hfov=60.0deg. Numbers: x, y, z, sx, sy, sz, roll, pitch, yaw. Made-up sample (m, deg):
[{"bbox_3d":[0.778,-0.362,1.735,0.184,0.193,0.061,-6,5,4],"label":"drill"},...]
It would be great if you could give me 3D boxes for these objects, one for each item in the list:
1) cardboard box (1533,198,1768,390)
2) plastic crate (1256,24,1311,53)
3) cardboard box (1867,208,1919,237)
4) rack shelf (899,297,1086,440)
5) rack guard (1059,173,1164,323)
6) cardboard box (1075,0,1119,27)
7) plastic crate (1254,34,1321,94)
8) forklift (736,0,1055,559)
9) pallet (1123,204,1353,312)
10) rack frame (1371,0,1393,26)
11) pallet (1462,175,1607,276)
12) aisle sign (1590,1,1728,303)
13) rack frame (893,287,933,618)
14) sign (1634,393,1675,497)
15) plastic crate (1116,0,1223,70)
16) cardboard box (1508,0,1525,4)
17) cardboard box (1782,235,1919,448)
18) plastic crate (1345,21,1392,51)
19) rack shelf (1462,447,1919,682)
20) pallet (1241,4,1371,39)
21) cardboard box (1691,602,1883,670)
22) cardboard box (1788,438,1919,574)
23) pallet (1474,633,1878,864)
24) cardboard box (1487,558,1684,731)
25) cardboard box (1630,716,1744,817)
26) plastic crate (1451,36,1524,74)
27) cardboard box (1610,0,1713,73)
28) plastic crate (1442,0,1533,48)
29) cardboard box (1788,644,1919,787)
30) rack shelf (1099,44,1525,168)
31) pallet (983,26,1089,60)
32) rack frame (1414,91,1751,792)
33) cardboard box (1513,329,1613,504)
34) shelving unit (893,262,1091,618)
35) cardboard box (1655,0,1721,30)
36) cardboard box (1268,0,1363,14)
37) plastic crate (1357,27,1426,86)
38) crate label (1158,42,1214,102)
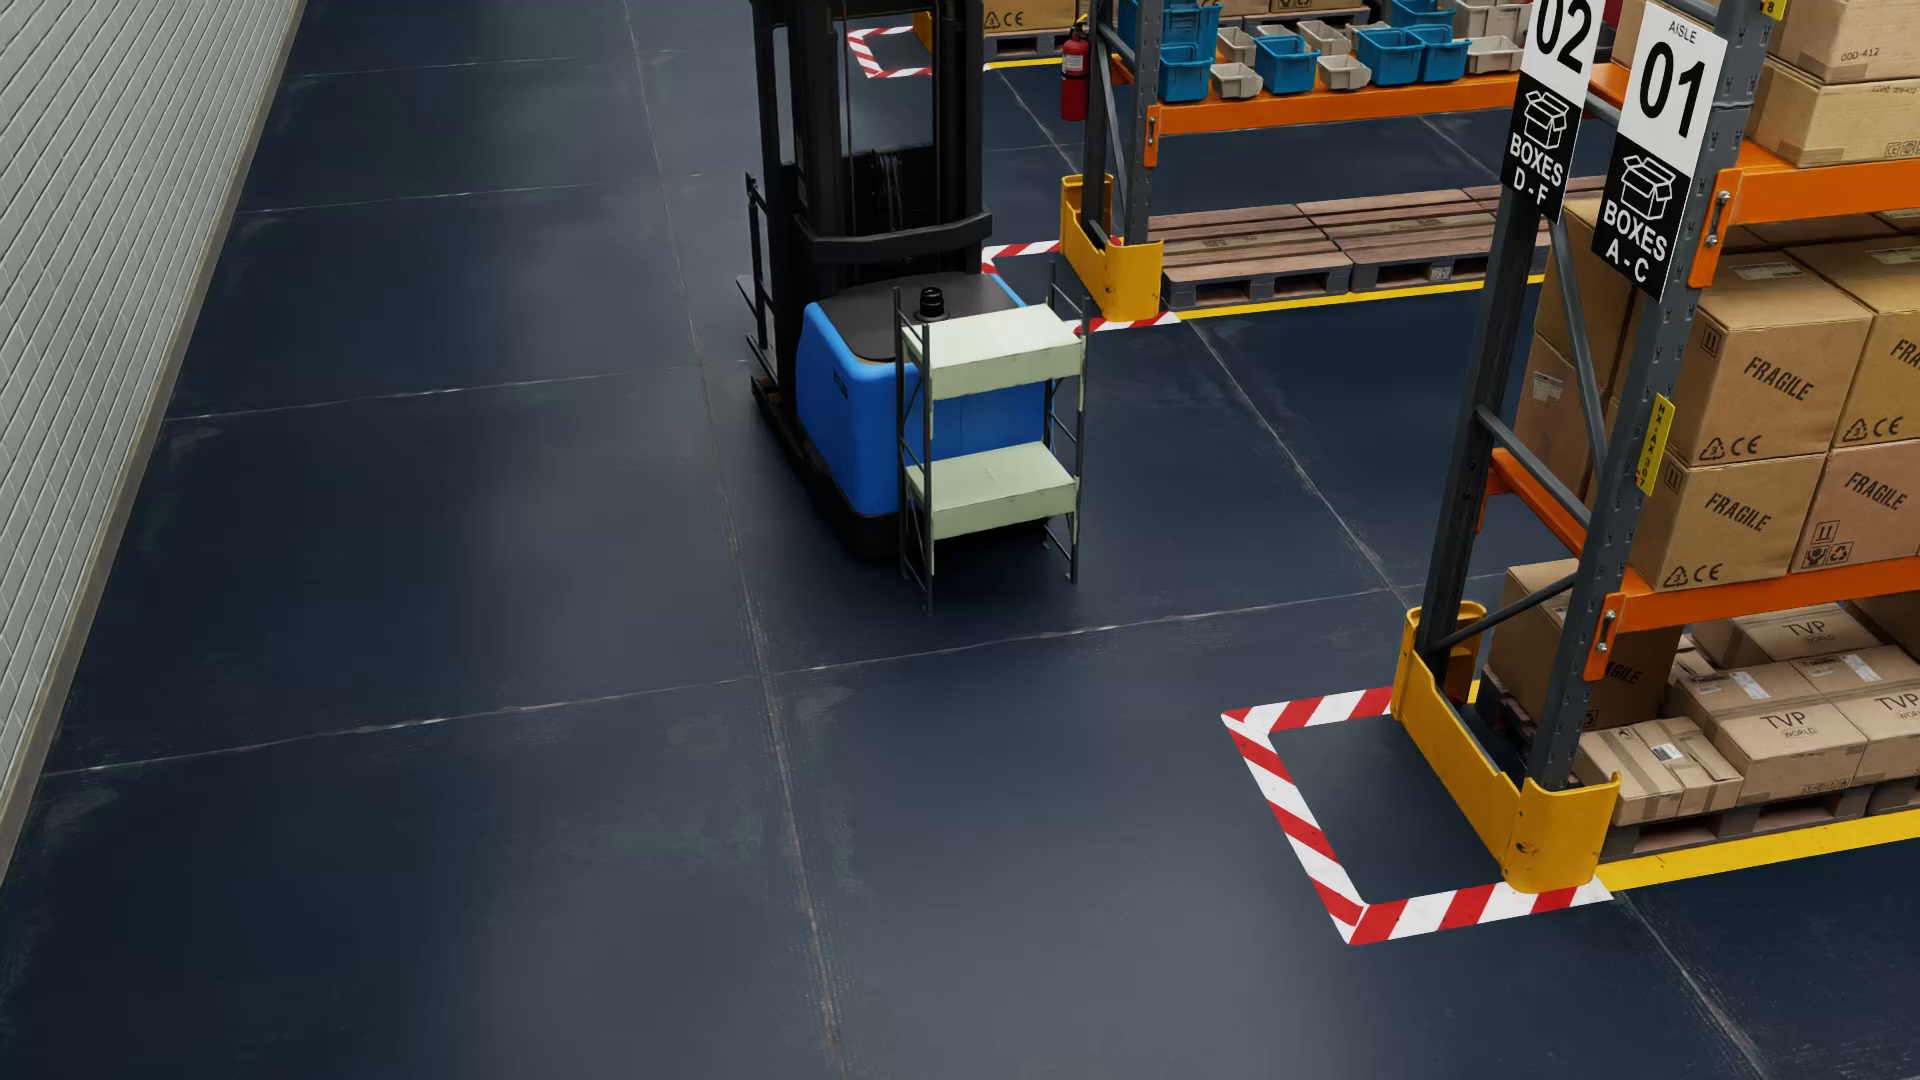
[{"bbox_3d":[2.433,-0.895,5.904,0.500,0.500,0.500,-7,35,-11],"label":"cardboard box"},{"bbox_3d":[2.012,-3.068,10.313,0.243,0.136,0.396,-7,35,-11],"label":"plastic crate"},{"bbox_3d":[3.430,-1.024,6.096,0.500,0.500,0.500,-6,34,-9],"label":"cardboard box"},{"bbox_3d":[0.135,-0.763,7.340,0.720,0.370,0.431,-12,36,-17],"label":"rack shelf"},{"bbox_3d":[0.950,-1.879,10.601,0.348,0.500,1.175,-7,35,-11],"label":"rack guard"},{"bbox_3d":[1.372,-5.145,14.754,0.875,0.875,0.875,-7,35,-11],"label":"cardboard box"},{"bbox_3d":[1.926,-2.814,9.848,0.300,0.233,0.416,-7,35,-11],"label":"plastic crate"},{"bbox_3d":[-0.530,-1.943,8.515,1.130,2.935,3.031,-12,36,-17],"label":"forklift"},{"bbox_3d":[1.783,-1.849,10.816,1.213,0.211,1.003,-7,35,-11],"label":"pallet"},{"bbox_3d":[3.779,-6.110,14.663,0.127,3.000,1.000,-7,35,-11],"label":"rack frame"},{"bbox_3d":[4.163,-2.149,11.263,1.213,0.211,1.003,-7,35,-11],"label":"pallet"},{"bbox_3d":[2.058,-1.145,4.932,0.004,0.787,0.394,-7,35,-11],"label":"aisle sign"},{"bbox_3d":[-0.207,-0.367,7.450,0.023,1.500,0.400,-12,36,-17],"label":"rack frame"},{"bbox_3d":[2.179,-0.299,5.226,0.005,0.325,0.100,-7,35,-11],"label":"sign"},{"bbox_3d":[1.256,-3.109,10.105,0.499,0.435,0.616,-7,35,-11],"label":"plastic crate"},{"bbox_3d":[5.270,-5.602,15.436,0.875,0.875,1.225,-8,35,-12],"label":"cardboard box"},{"bbox_3d":[3.059,-0.670,5.570,0.500,0.500,0.500,-7,34,-10],"label":"cardboard box"},{"bbox_3d":[2.562,-3.162,10.453,0.250,0.136,0.298,-7,35,-11],"label":"plastic crate"},{"bbox_3d":[4.010,-0.181,6.474,4.000,0.370,1.077,-7,35,-11],"label":"rack shelf"},{"bbox_3d":[3.020,-4.901,15.364,1.213,0.211,1.003,-7,35,-11],"label":"pallet"},{"bbox_3d":[3.469,0.424,6.999,0.500,0.250,0.500,-7,35,-11],"label":"cardboard box"},{"bbox_3d":[3.052,-0.253,5.845,0.500,0.500,0.500,-8,35,-11],"label":"cardboard box"},{"bbox_3d":[2.911,0.816,6.845,1.213,0.211,1.003,-7,35,-11],"label":"pallet"},{"bbox_3d":[2.535,0.421,6.780,0.500,0.500,0.500,-7,35,-11],"label":"cardboard box"},{"bbox_3d":[2.787,0.864,6.418,0.250,0.166,0.380,-7,35,-11],"label":"cardboard box"},{"bbox_3d":[3.240,-2.956,10.146,0.466,0.136,0.293,-7,35,-11],"label":"plastic crate"},{"bbox_3d":[2.502,-1.624,5.420,0.500,0.250,0.500,-7,35,-11],"label":"cardboard box"},{"bbox_3d":[3.342,-3.306,10.538,0.530,0.282,0.437,-7,35,-11],"label":"plastic crate"},{"bbox_3d":[3.628,0.690,6.603,0.500,0.250,0.500,-7,35,-11],"label":"cardboard box"},{"bbox_3d":[2.921,-2.874,10.486,4.000,0.370,1.077,-7,35,-11],"label":"rack shelf"},{"bbox_3d":[0.640,-4.601,14.917,1.213,0.211,1.003,-7,35,-11],"label":"pallet"},{"bbox_3d":[2.059,-0.234,5.907,0.127,3.000,1.000,-7,35,-11],"label":"rack frame"},{"bbox_3d":[2.436,-0.478,6.181,0.500,0.500,0.500,-6,34,-9],"label":"cardboard box"},{"bbox_3d":[0.135,-0.439,7.558,0.755,1.500,0.431,-12,36,-17],"label":"shelving unit"},{"bbox_3d":[2.504,-1.827,5.274,0.500,0.250,0.500,-7,35,-11],"label":"cardboard box"},{"bbox_3d":[3.118,-5.365,15.082,0.875,0.875,0.875,-7,35,-11],"label":"cardboard box"},{"bbox_3d":[2.568,-2.895,9.969,0.300,0.233,0.416,-7,35,-11],"label":"plastic crate"},{"bbox_3d":[1.284,-2.733,9.728,0.303,0.233,0.416,-7,35,-11],"label":"crate label"}]
